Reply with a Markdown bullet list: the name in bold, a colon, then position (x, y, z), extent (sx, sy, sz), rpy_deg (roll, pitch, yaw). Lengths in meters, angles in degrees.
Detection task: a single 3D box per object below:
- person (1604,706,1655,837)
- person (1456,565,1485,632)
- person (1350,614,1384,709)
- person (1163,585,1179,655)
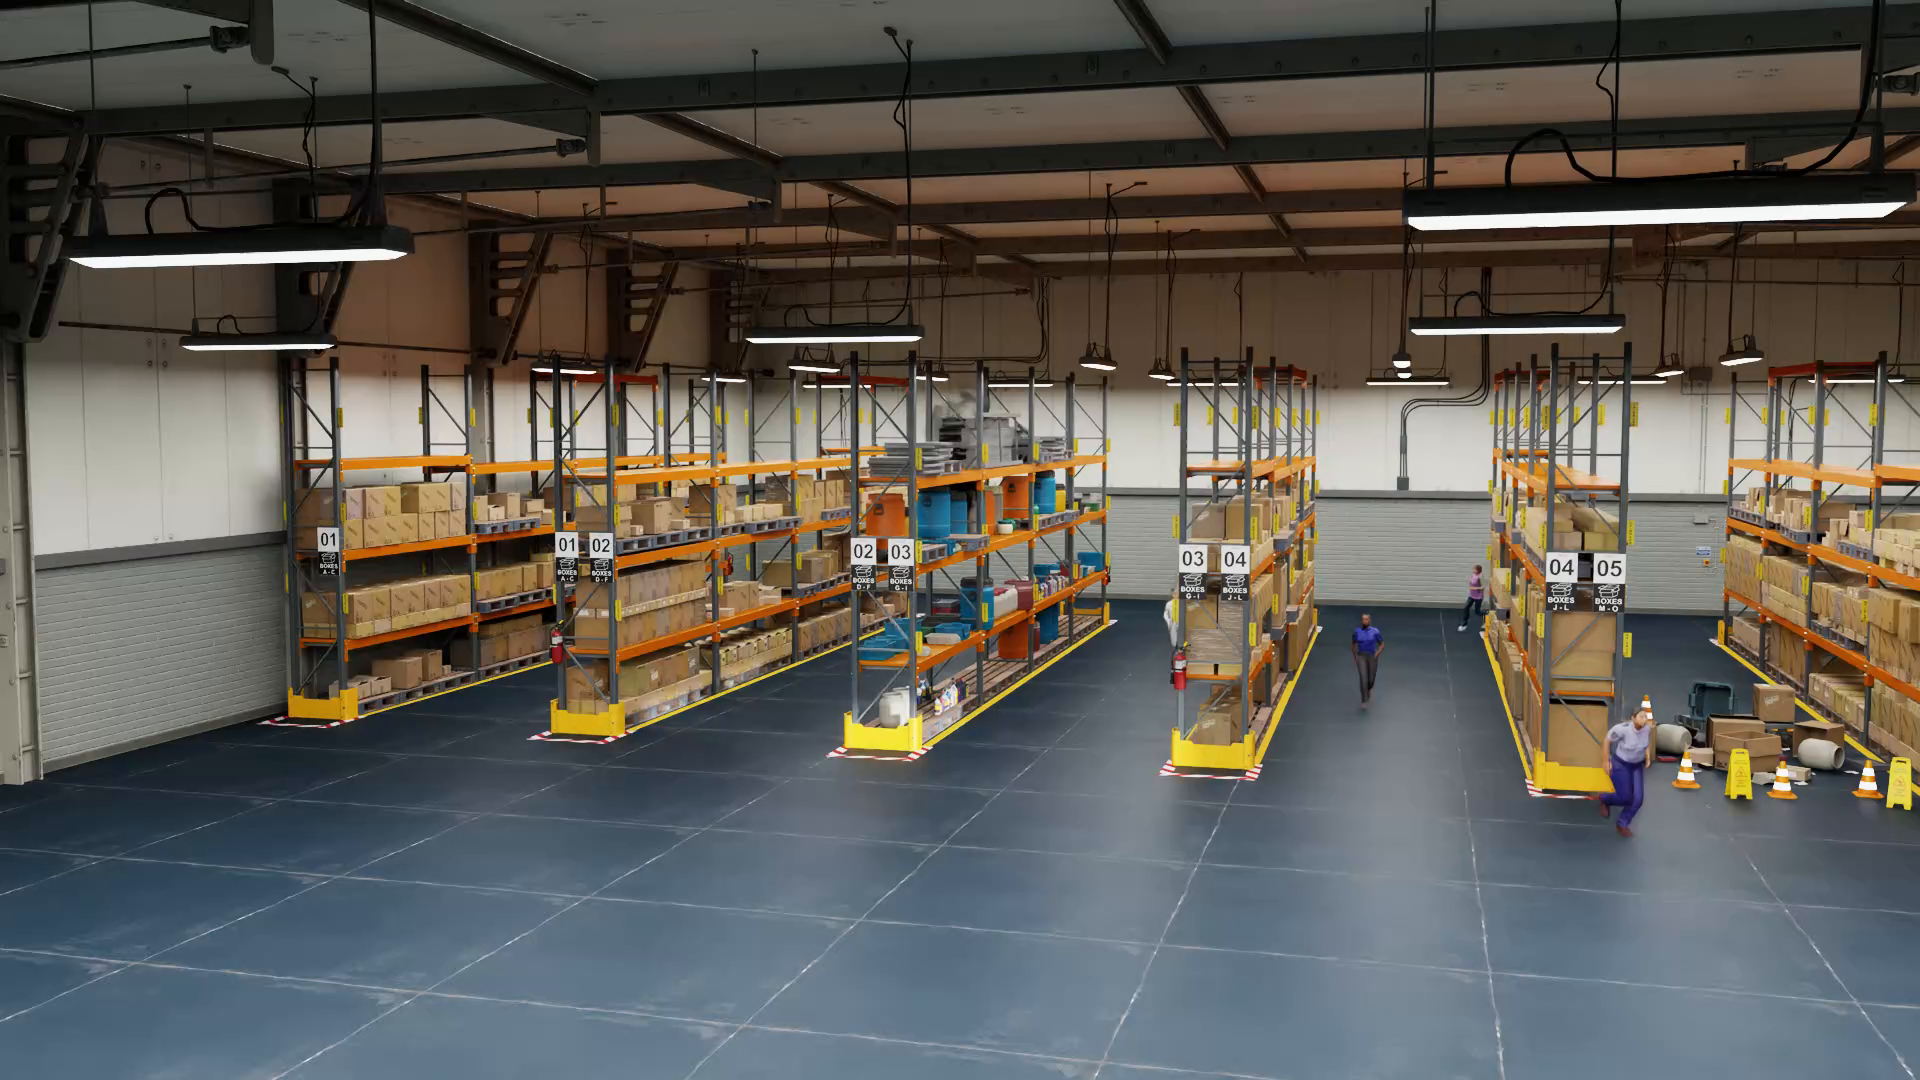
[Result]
- **person**: position (8.054, 2.755, 19.968), extent (0.582, 1.582, 0.652), rpy_deg (-2, 4, -21)
- **person**: position (12.076, 1.366, 38.901), extent (0.824, 1.592, 0.574), rpy_deg (-1, 4, -18)
- **person**: position (7.044, 2.101, 28.790), extent (0.575, 1.611, 0.520), rpy_deg (1, 4, 15)
- **person**: position (4.312, 1.666, 32.925), extent (0.588, 1.574, 0.594), rpy_deg (1, 4, 14)
